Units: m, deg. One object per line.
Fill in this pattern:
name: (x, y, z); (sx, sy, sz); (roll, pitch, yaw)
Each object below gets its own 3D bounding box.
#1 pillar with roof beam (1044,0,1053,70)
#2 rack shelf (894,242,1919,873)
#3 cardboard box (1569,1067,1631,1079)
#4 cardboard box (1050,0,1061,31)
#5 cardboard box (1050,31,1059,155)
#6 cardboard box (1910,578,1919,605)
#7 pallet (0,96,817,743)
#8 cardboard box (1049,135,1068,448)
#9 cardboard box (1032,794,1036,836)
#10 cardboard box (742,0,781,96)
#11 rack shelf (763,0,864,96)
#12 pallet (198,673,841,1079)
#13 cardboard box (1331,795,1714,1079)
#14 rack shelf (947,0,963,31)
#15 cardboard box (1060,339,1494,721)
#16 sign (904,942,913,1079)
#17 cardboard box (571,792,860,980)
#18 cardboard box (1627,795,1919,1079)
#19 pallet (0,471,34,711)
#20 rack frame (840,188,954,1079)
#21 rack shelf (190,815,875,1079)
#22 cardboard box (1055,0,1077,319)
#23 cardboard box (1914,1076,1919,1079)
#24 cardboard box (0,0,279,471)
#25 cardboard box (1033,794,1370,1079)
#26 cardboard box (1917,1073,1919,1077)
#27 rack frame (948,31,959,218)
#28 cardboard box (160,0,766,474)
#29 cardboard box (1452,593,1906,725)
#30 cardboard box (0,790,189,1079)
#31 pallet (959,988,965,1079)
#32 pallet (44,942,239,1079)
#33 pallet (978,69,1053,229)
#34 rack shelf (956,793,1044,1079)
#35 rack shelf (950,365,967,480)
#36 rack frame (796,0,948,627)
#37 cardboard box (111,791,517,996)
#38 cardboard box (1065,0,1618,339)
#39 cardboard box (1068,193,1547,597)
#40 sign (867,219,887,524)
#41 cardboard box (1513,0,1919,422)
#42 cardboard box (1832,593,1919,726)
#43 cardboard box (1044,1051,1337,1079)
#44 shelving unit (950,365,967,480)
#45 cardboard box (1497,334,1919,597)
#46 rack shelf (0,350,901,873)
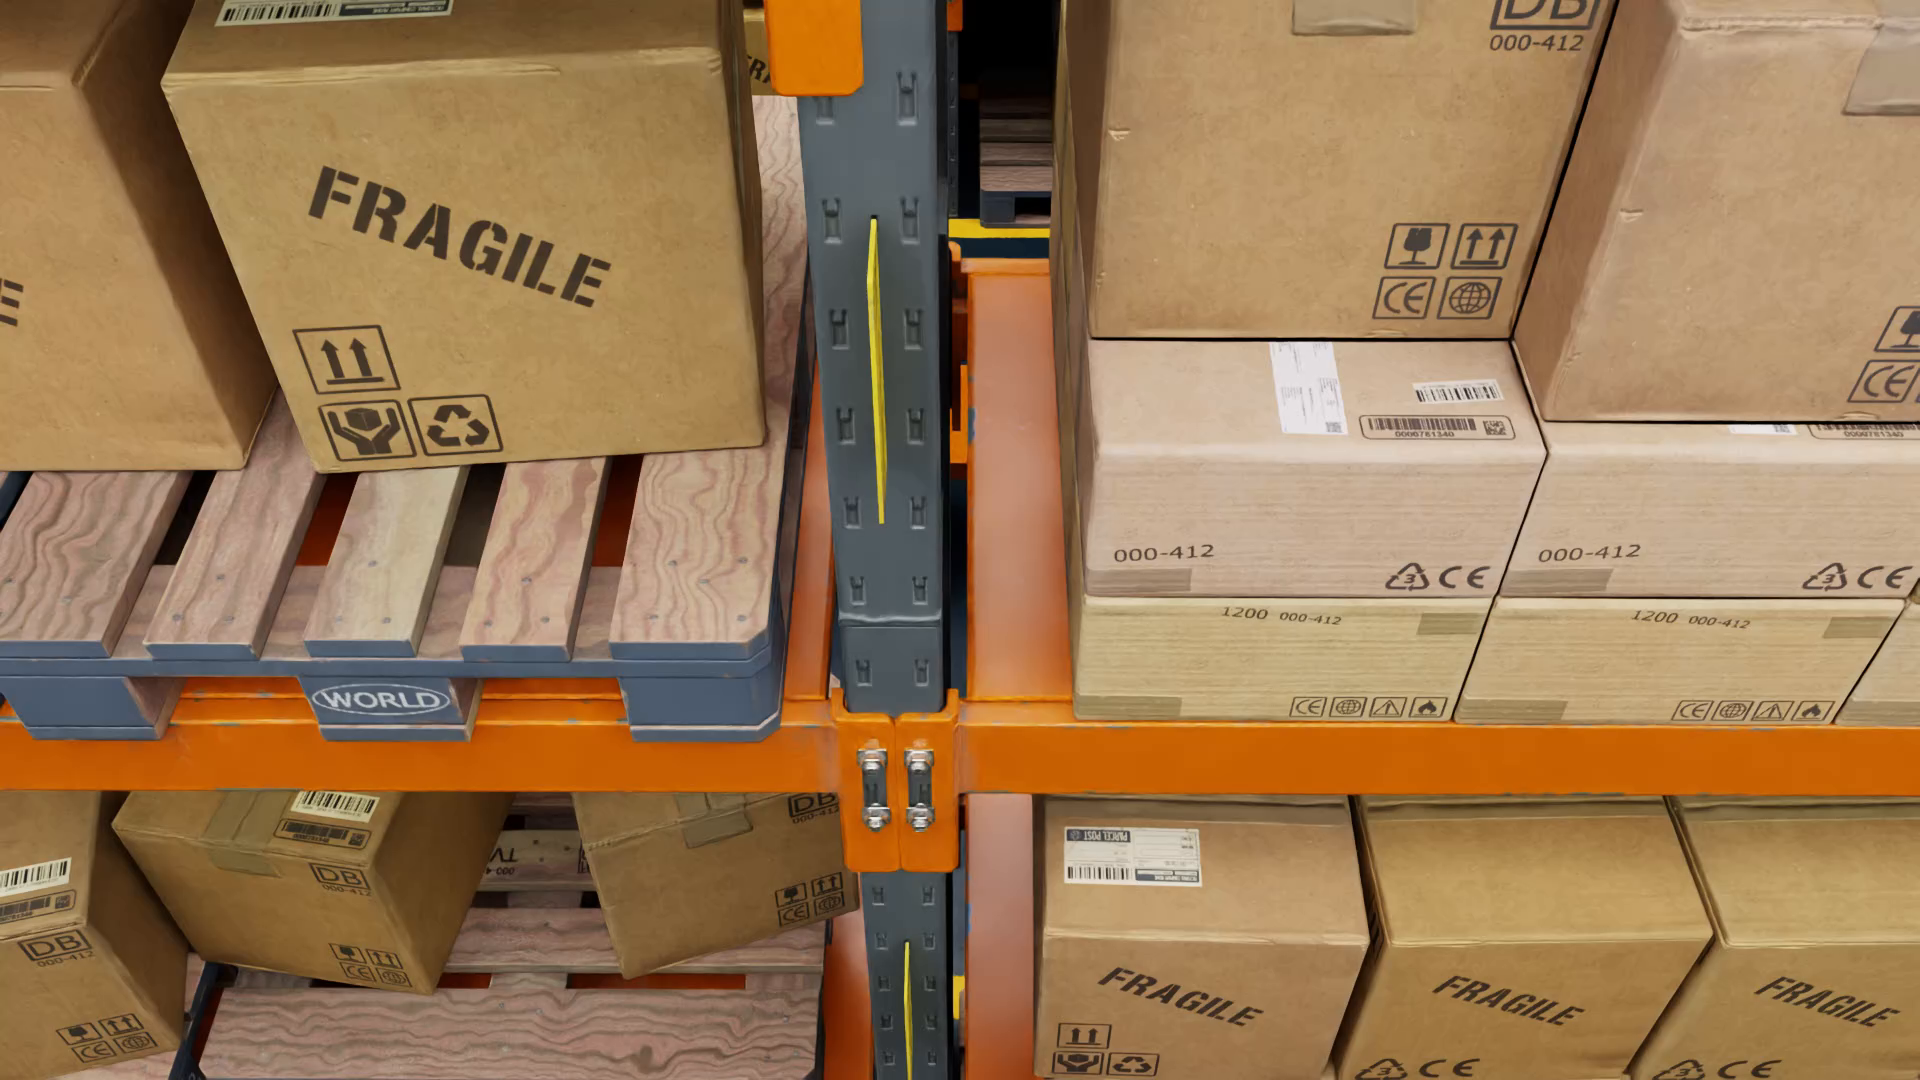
pillar with roof beam: (0.618, -2.387, 2.324); (0.400, 9.000, 9.100); (0, 47, 0)
rack shelf: (1.916, -0.008, 2.650); (4.000, 0.370, 1.077); (0, 47, 0)
cardboard box: (0.936, 0.929, 3.268); (0.500, 0.500, 0.500); (1, 47, 1)
cardboard box: (0.534, -2.444, 7.453); (0.250, 0.149, 0.380); (0, 47, 0)
cardboard box: (0.678, -2.077, 7.555); (0.500, 0.500, 0.700); (1, 47, 1)
cardboard box: (1.401, -0.185, 2.084); (0.500, 0.250, 0.500); (0, 47, 0)
pallet: (-0.736, -0.248, 2.511); (1.003, 0.211, 1.213); (0, 47, 0)
cardboard box: (0.403, -0.401, 2.627); (0.500, 0.250, 0.500); (0, 47, 0)
cardboard box: (0.417, 0.543, 3.627); (0.500, 0.500, 0.500); (1, 47, 1)
cardboard box: (-0.720, -2.180, 7.411); (0.750, 0.750, 0.750); (1, 47, 1)
rack shelf: (-2.084, -0.905, 1.709); (4.000, 0.370, 1.077); (0, 47, 0)
pallet: (-0.883, 0.747, 3.637); (1.213, 0.211, 1.003); (0, 47, 0)
cardboard box: (0.902, 0.597, 2.894); (0.500, 0.500, 0.500); (-1, 47, -1)
rack shelf: (1.930, -2.612, 7.123); (4.000, 0.370, 1.077); (0, 47, 0)
cardboard box: (0.401, -0.025, 2.277); (0.500, 0.250, 0.500); (0, 47, 0)
sign: (-0.083, 0.775, 2.688); (0.005, 0.325, 0.100); (0, 47, 0)
cardboard box: (-0.557, 0.421, 3.453); (0.500, 0.500, 0.700); (-14, 49, -13)
cardboard box: (1.416, 0.599, 2.892); (0.500, 0.500, 0.500); (-1, 47, -1)
pallet: (-1.773, -0.248, 2.511); (1.003, 0.211, 1.213); (0, 47, 0)
rack frame: (-0.084, 0.763, 3.490); (0.127, 3.000, 1.000); (0, 47, 0)
rack shelf: (-2.084, 1.003, 3.759); (4.000, 0.370, 1.077); (0, 47, 0)
cardboard box: (0.403, -0.575, 2.448); (0.500, 0.250, 0.500); (0, 47, 0)
cardboard box: (1.437, 0.932, 3.265); (0.500, 0.500, 0.500); (0, 47, 0)
cardboard box: (-1.256, -0.510, 2.203); (0.600, 0.600, 0.600); (0, 47, 0)
cardboard box: (0.386, 0.596, 2.895); (0.500, 0.500, 0.500); (1, 47, 1)
cardboard box: (1.932, 0.599, 2.891); (0.500, 0.500, 0.500); (1, 47, 1)
rack frame: (-0.070, -2.863, 6.865); (0.127, 3.000, 1.000); (0, 47, 0)
cardboard box: (-0.588, -0.525, 2.217); (0.600, 0.600, 0.600); (-4, 47, -4)
cardboard box: (0.901, -0.021, 2.273); (0.500, 0.250, 0.500); (0, 47, 0)
cardboard box: (-1.851, 0.627, 3.262); (0.500, 0.500, 0.700); (-11, 48, -10)
pallet: (0.602, 1.716, 4.509); (1.213, 0.211, 1.003); (0, 47, 0)
pallet: (-2.140, 0.820, 3.569); (1.213, 0.211, 1.003); (0, 47, 0)
pallet: (0.691, -1.853, 7.831); (1.213, 0.211, 1.003); (0, 47, 0)
rack shelf: (1.916, 1.014, 3.748); (4.000, 0.370, 1.077); (0, 47, 0)
rack shelf: (-0.085, -0.389, 5.833); (1.000, 0.185, 0.538); (0, 47, 0)
rack frame: (-0.084, -1.281, 1.294); (0.127, 3.000, 1.000); (0, 47, 0)
cardboard box: (-1.245, 0.466, 3.412); (0.500, 0.500, 0.700); (7, 47, 6)
cardboard box: (0.402, -0.660, 2.014); (0.500, 0.500, 0.700); (0, 47, 0)
cardboard box: (0.401, -0.195, 2.094); (0.500, 0.250, 0.500); (0, 47, 0)
sign: (-0.083, -0.163, 1.681); (0.005, 0.325, 0.100); (0, 47, 0)
cardboard box: (0.902, -0.555, 1.917); (0.500, 0.500, 0.700); (0, 47, 0)
cardboard box: (1.401, -0.018, 2.271); (0.500, 0.250, 0.500); (0, 47, 0)
cardboard box: (0.424, 0.930, 3.267); (0.500, 0.500, 0.500); (1, 47, 1)
shelving unit: (-0.076, -0.511, 5.701); (1.083, 1.500, 0.587); (0, 47, 0)
cardboard box: (0.901, -0.195, 2.094); (0.500, 0.250, 0.500); (0, 47, 0)
rack shelf: (-2.084, -0.019, 2.661); (4.000, 0.370, 1.077); (0, 47, 0)
